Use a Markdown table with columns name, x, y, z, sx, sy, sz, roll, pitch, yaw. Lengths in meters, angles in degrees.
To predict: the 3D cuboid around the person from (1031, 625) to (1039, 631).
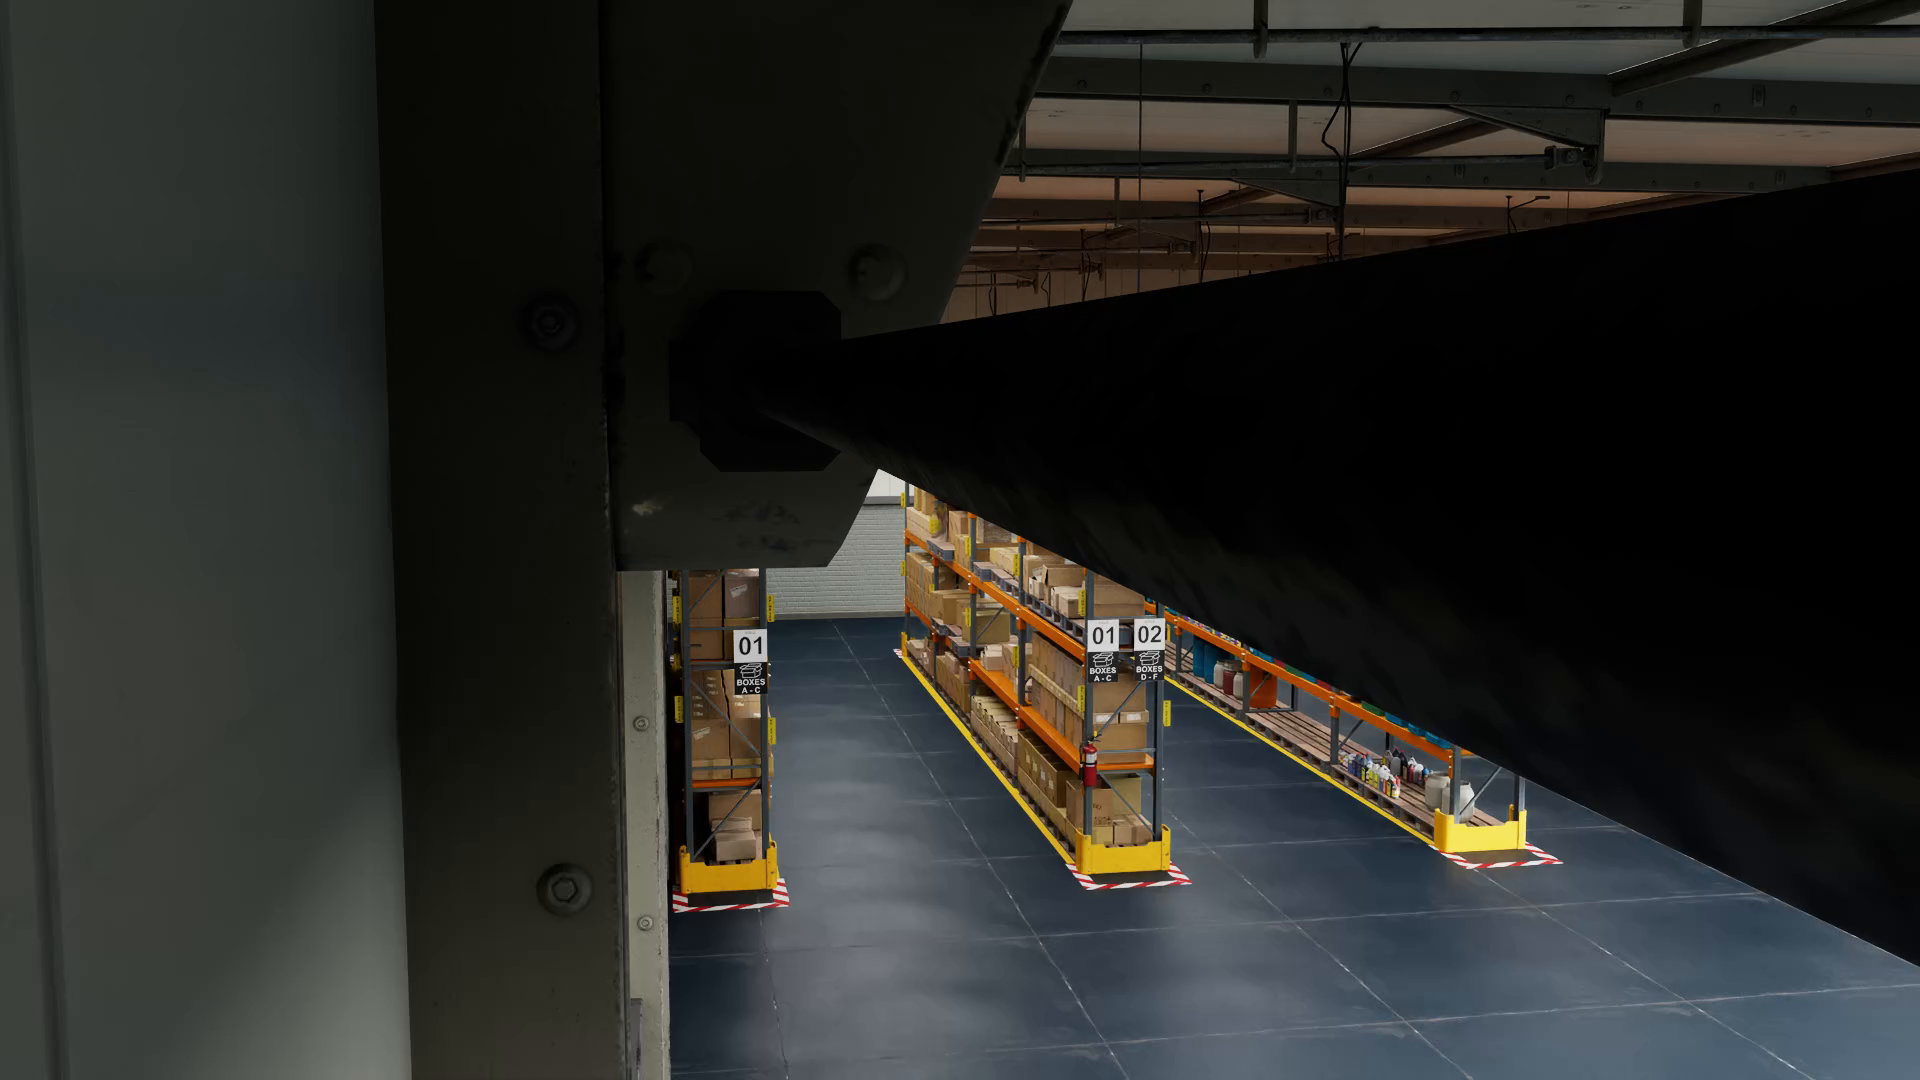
| name | x | y | z | sx | sy | sz | roll | pitch | yaw |
| --- | --- | --- | --- | --- | --- | --- | --- | --- | --- |
| person | 1.659 | 1.628 | 34.693 | 0.573 | 1.668 | 0.512 | -2 | 6 | -20 |
